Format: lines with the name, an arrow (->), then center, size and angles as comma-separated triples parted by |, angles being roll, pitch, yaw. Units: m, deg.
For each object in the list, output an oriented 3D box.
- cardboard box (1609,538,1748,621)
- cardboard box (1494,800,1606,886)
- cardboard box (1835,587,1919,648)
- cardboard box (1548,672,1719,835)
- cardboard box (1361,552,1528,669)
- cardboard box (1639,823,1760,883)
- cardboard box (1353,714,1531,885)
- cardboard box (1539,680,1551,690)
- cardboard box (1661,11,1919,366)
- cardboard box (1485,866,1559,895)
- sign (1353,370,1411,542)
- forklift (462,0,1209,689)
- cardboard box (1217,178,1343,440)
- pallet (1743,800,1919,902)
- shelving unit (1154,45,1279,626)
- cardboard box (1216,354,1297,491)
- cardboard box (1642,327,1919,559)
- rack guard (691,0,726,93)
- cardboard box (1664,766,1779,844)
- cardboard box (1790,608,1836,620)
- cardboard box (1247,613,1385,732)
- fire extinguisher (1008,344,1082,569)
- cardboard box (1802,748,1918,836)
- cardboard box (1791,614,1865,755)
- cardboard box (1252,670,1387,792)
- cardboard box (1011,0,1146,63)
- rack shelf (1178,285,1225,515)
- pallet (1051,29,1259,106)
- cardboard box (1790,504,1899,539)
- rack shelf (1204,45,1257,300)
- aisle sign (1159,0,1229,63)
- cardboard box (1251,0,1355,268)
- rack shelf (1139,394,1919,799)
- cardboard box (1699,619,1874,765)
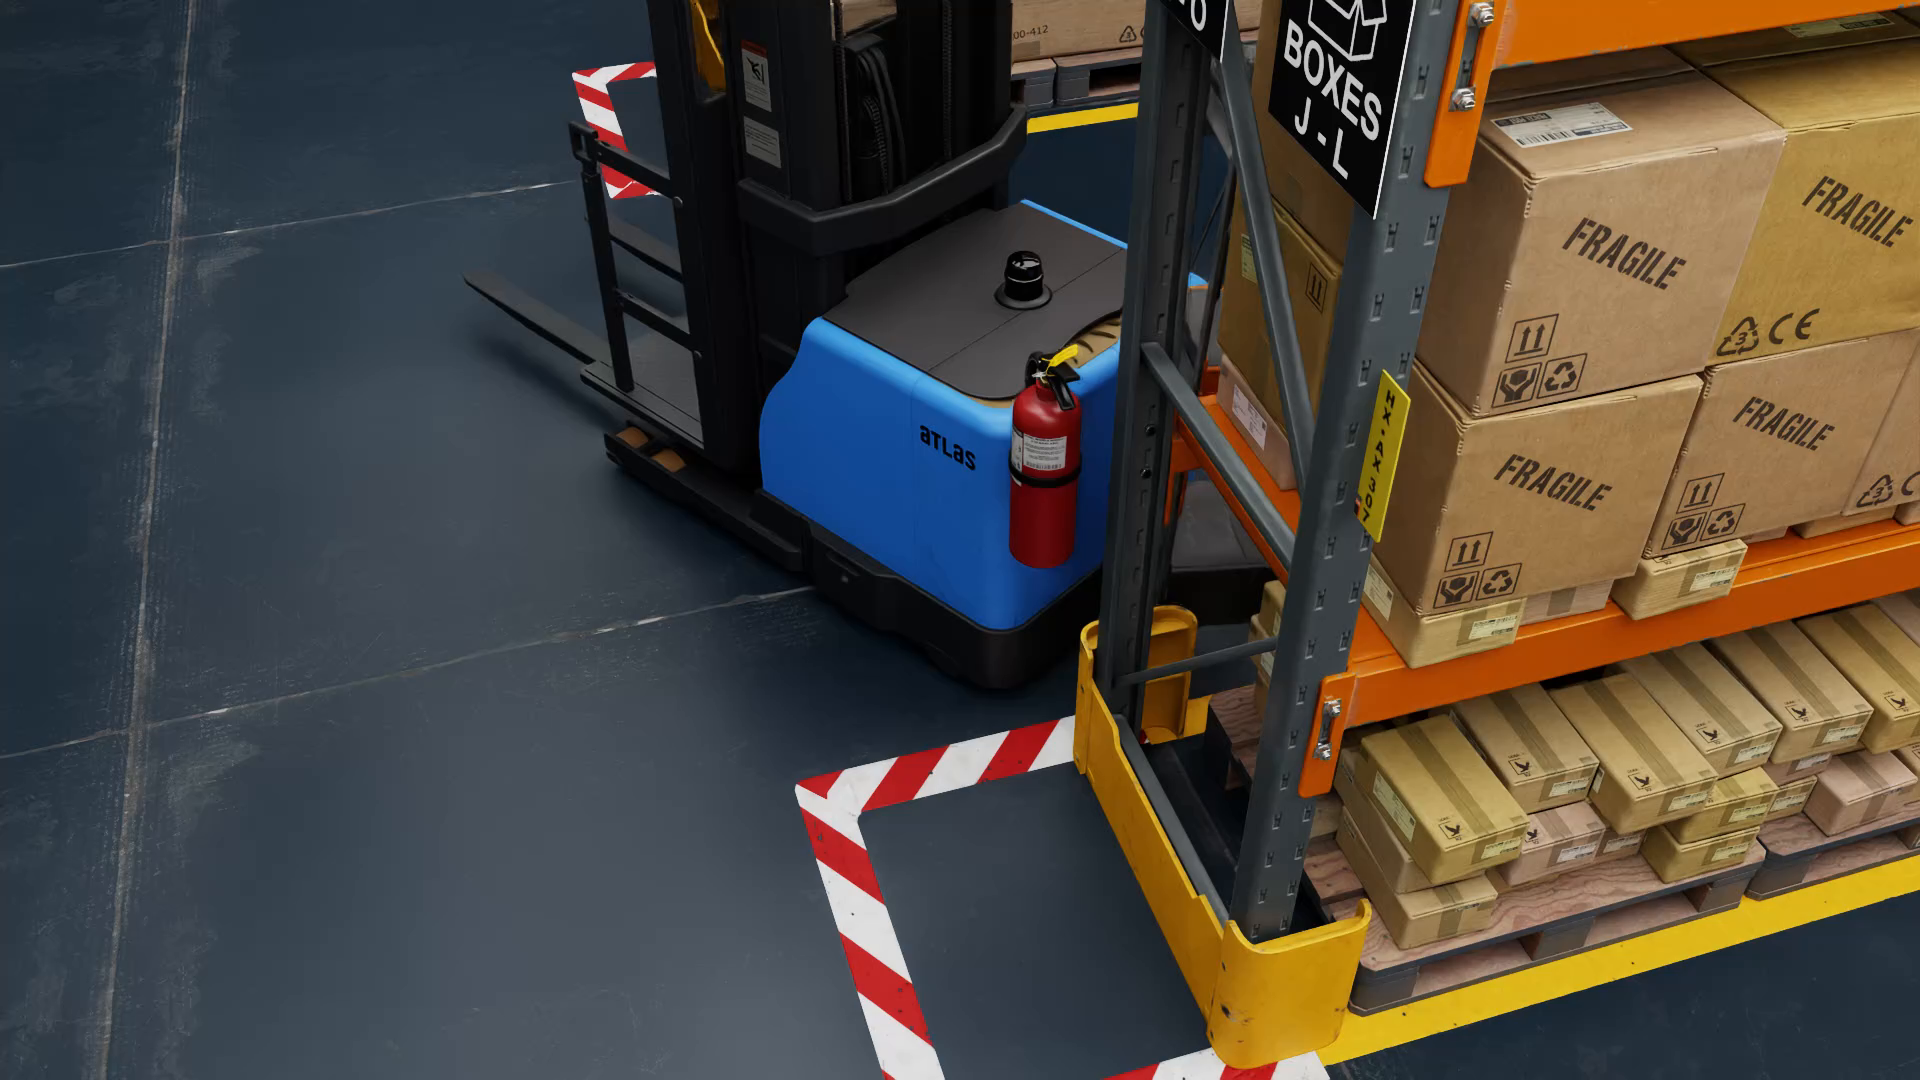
cardboard box -> 1.500, -0.022, 3.686 | 0.250, 0.149, 0.380 | -13, 43, -14
cardboard box -> 1.445, 0.680, 4.313 | 0.250, 0.149, 0.380 | -12, 43, -13
cardboard box -> 2.652, 0.257, 4.572 | 0.250, 0.149, 0.380 | -12, 42, -13
cardboard box -> 1.697, 0.540, 4.248 | 0.250, 0.149, 0.380 | -12, 43, -13
cardboard box -> 0.997, 0.074, 3.576 | 0.250, 0.149, 0.380 | -12, 43, -13
cardboard box -> 1.922, 0.712, 4.502 | 0.250, 0.149, 0.380 | -11, 42, -13
cardboard box -> 1.191, 0.639, 4.134 | 0.250, 0.149, 0.380 | -14, 43, -15
cardboard box -> 1.522, 0.406, 4.853 | 0.250, 0.149, 0.380 | -12, 43, -13
cardboard box -> 1.577, -0.714, 3.226 | 0.500, 0.500, 0.500 | -11, 42, -12
cardboard box -> 1.411, 0.748, 4.462 | 0.250, 0.149, 0.380 | -12, 43, -13
sign -> 0.753, -0.148, 2.981 | 0.005, 0.325, 0.100 | -12, 42, -13
forklift -> -0.640, -1.486, 5.224 | 3.031, 2.935, 1.130 | 31, 50, 30
cardboard box -> 0.941, -0.562, 3.811 | 0.500, 0.500, 0.500 | -11, 42, -12
pallet -> 2.609, 0.496, 5.022 | 1.213, 0.211, 1.003 | -12, 42, -13
shelving unit -> 0.827, -0.421, 4.601 | 0.503, 2.100, 0.431 | -3, 41, -8
cardboard box -> 0.816, -0.309, 4.015 | 0.250, 0.149, 0.380 | -12, 42, -13
cardboard box -> 1.604, -0.349, 3.567 | 0.500, 0.500, 0.500 | -12, 42, -13
rack guard -> -1.017, -2.302, 8.005 | 0.348, 0.500, 1.175 | -12, 42, -13
cardboard box -> 1.929, 0.594, 4.412 | 0.250, 0.149, 0.380 | -10, 42, -12
cardboard box -> 2.508, 0.215, 5.072 | 0.250, 0.149, 0.380 | -11, 42, -12
cardboard box -> 1.007, 0.358, 4.682 | 0.250, 0.149, 0.380 | -13, 43, -14
fire extinguisher -> 0.211, -0.232, 4.078 | 0.183, 0.674, 0.296 | -12, 42, -13
cardboard box -> 2.401, 0.608, 4.622 | 0.250, 0.149, 0.380 | -14, 43, -15
cardboard box -> 2.400, 0.402, 4.632 | 0.250, 0.149, 0.380 | -10, 42, -11
cardboard box -> 1.029, 0.518, 4.724 | 0.250, 0.149, 0.380 | -11, 42, -12
cardboard box -> 0.476, -2.821, 8.327 | 0.875, 0.438, 0.875 | -11, 42, -12
rack shelf -> 0.826, -0.411, 4.610 | 0.480, 0.518, 0.431 | -3, 41, -8
pallet -> 0.907, -2.644, 8.616 | 1.213, 0.211, 1.003 | -12, 42, -13
cardboard box -> 1.972, -0.197, 3.887 | 0.250, 0.149, 0.380 | -12, 43, -13
rack shelf -> 0.860, -0.940, 4.153 | 0.480, 0.518, 0.431 | -3, 41, -8
aisle sign -> 0.430, -1.315, 2.999 | 0.004, 0.787, 0.394 | -12, 42, -13
cardboard box -> 0.951, -0.935, 3.478 | 0.500, 0.500, 0.500 | -13, 43, -14
rack shelf -> 2.497, -0.286, 4.345 | 4.000, 0.370, 1.077 | -12, 42, -13
cardboard box -> 2.176, 0.390, 4.420 | 0.250, 0.149, 0.380 | -10, 42, -11
